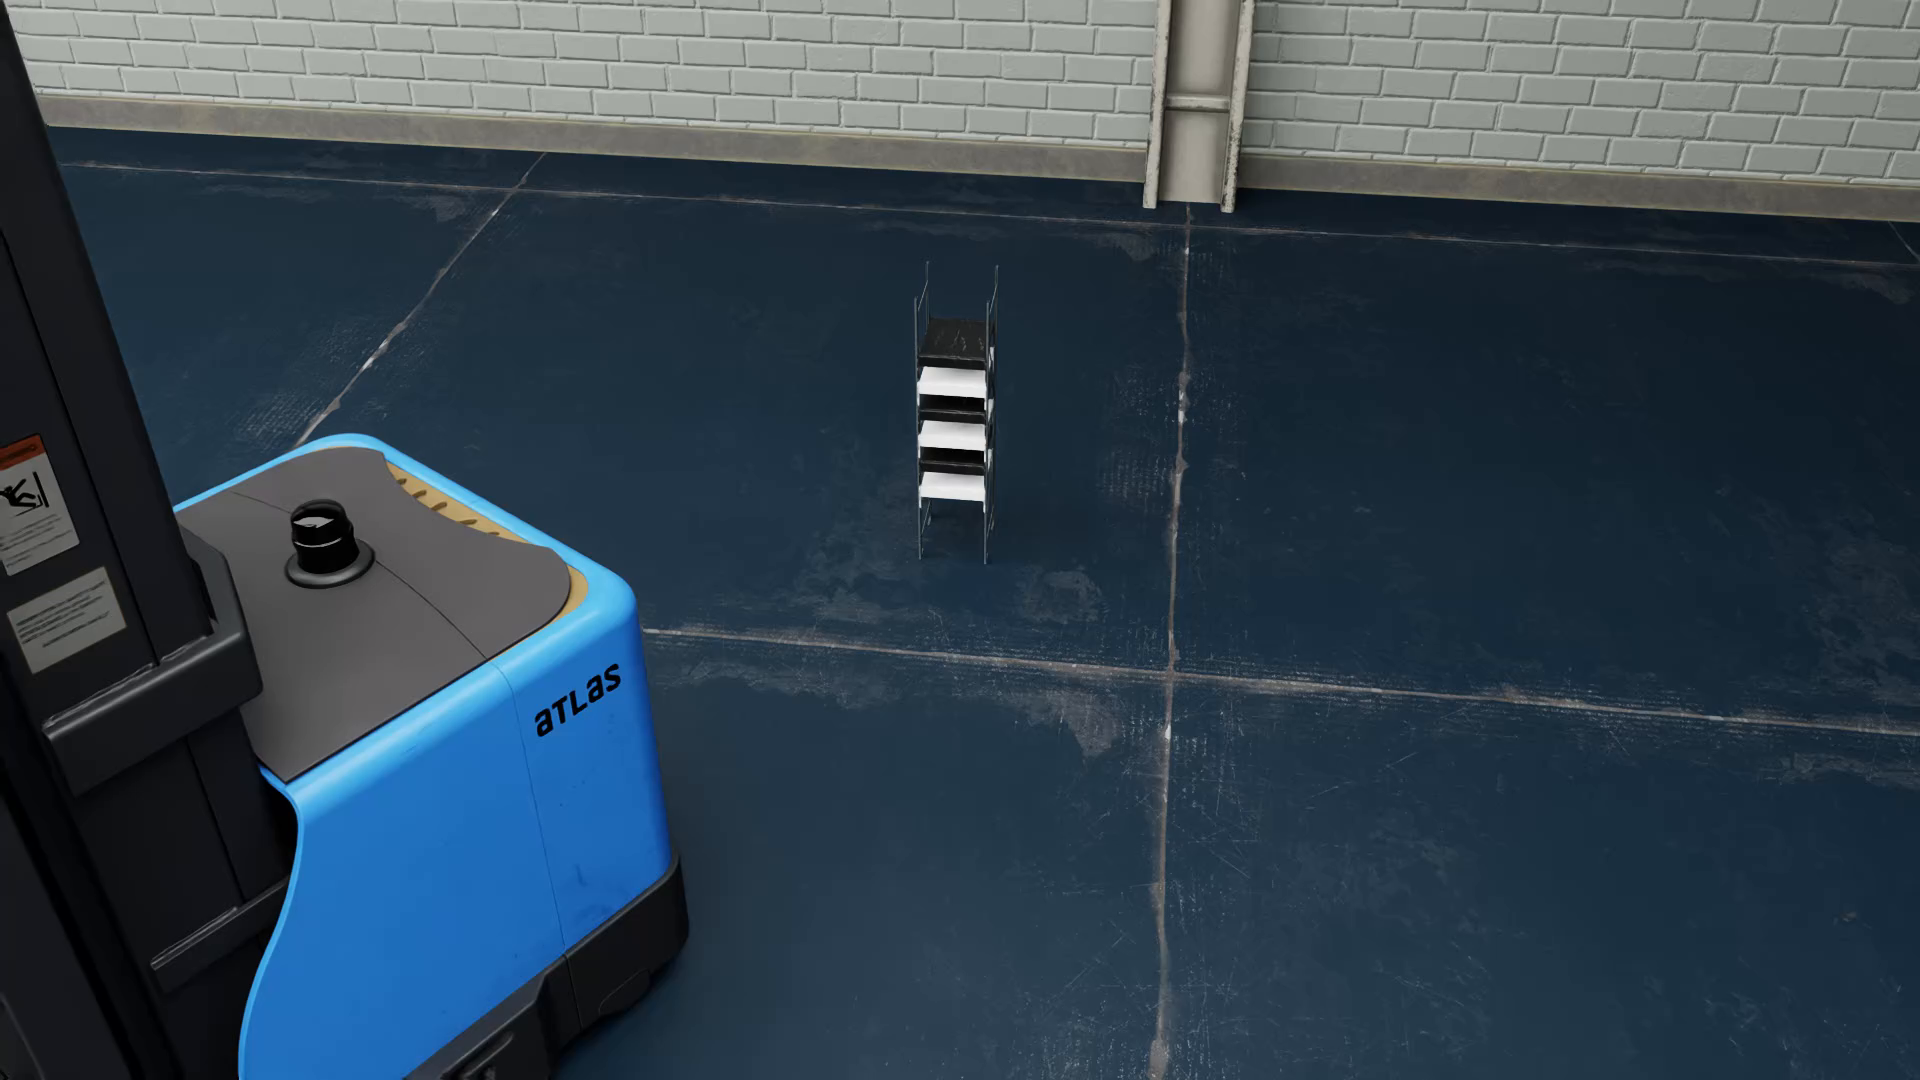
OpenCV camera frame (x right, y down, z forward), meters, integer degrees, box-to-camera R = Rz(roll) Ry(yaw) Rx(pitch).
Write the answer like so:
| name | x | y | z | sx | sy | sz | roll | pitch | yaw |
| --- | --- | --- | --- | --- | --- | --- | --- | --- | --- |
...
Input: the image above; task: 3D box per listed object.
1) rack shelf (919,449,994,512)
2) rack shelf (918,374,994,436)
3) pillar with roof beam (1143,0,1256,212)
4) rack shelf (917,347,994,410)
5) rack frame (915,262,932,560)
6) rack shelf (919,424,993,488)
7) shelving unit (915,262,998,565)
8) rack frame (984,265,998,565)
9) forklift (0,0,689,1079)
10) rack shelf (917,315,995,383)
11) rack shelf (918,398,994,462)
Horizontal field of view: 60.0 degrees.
| name | x | y | z | sx | sy | sz | roll | pitch | yaw |
| --- | --- | --- | --- | --- | --- | --- | --- | --- | --- |
| rack shelf | -0.008 | -0.193 | 5.113 | 0.200 | 0.077 | 0.258 | 4 | 36 | 6 |
| rack shelf | -0.008 | -0.413 | 4.956 | 0.200 | 0.077 | 0.258 | 4 | 36 | 6 |
| pillar with roof beam | 0.471 | -2.714 | 1.306 | 0.400 | 9.000 | 9.100 | 4 | 36 | 6 |
| rack shelf | -0.008 | -0.486 | 4.904 | 0.200 | 0.077 | 0.258 | 4 | 36 | 6 |
| rack frame | -0.109 | -0.374 | 5.000 | 0.006 | 0.900 | 0.240 | 4 | 36 | 6 |
| rack shelf | -0.008 | -0.266 | 5.061 | 0.200 | 0.077 | 0.258 | 4 | 36 | 6 |
| shelving unit | -0.008 | -0.367 | 4.989 | 0.210 | 0.900 | 0.258 | 4 | 36 | 6 |
| rack frame | 0.093 | -0.359 | 4.979 | 0.006 | 0.900 | 0.240 | 4 | 36 | 6 |
| forklift | -1.949 | 0.255 | 2.370 | 1.130 | 2.935 | 3.031 | 25 | 43 | 31 |
| rack shelf | -0.008 | -0.560 | 4.852 | 0.200 | 0.077 | 0.258 | 4 | 36 | 6 |
| rack shelf | -0.008 | -0.340 | 5.009 | 0.200 | 0.077 | 0.258 | 4 | 36 | 6 |
